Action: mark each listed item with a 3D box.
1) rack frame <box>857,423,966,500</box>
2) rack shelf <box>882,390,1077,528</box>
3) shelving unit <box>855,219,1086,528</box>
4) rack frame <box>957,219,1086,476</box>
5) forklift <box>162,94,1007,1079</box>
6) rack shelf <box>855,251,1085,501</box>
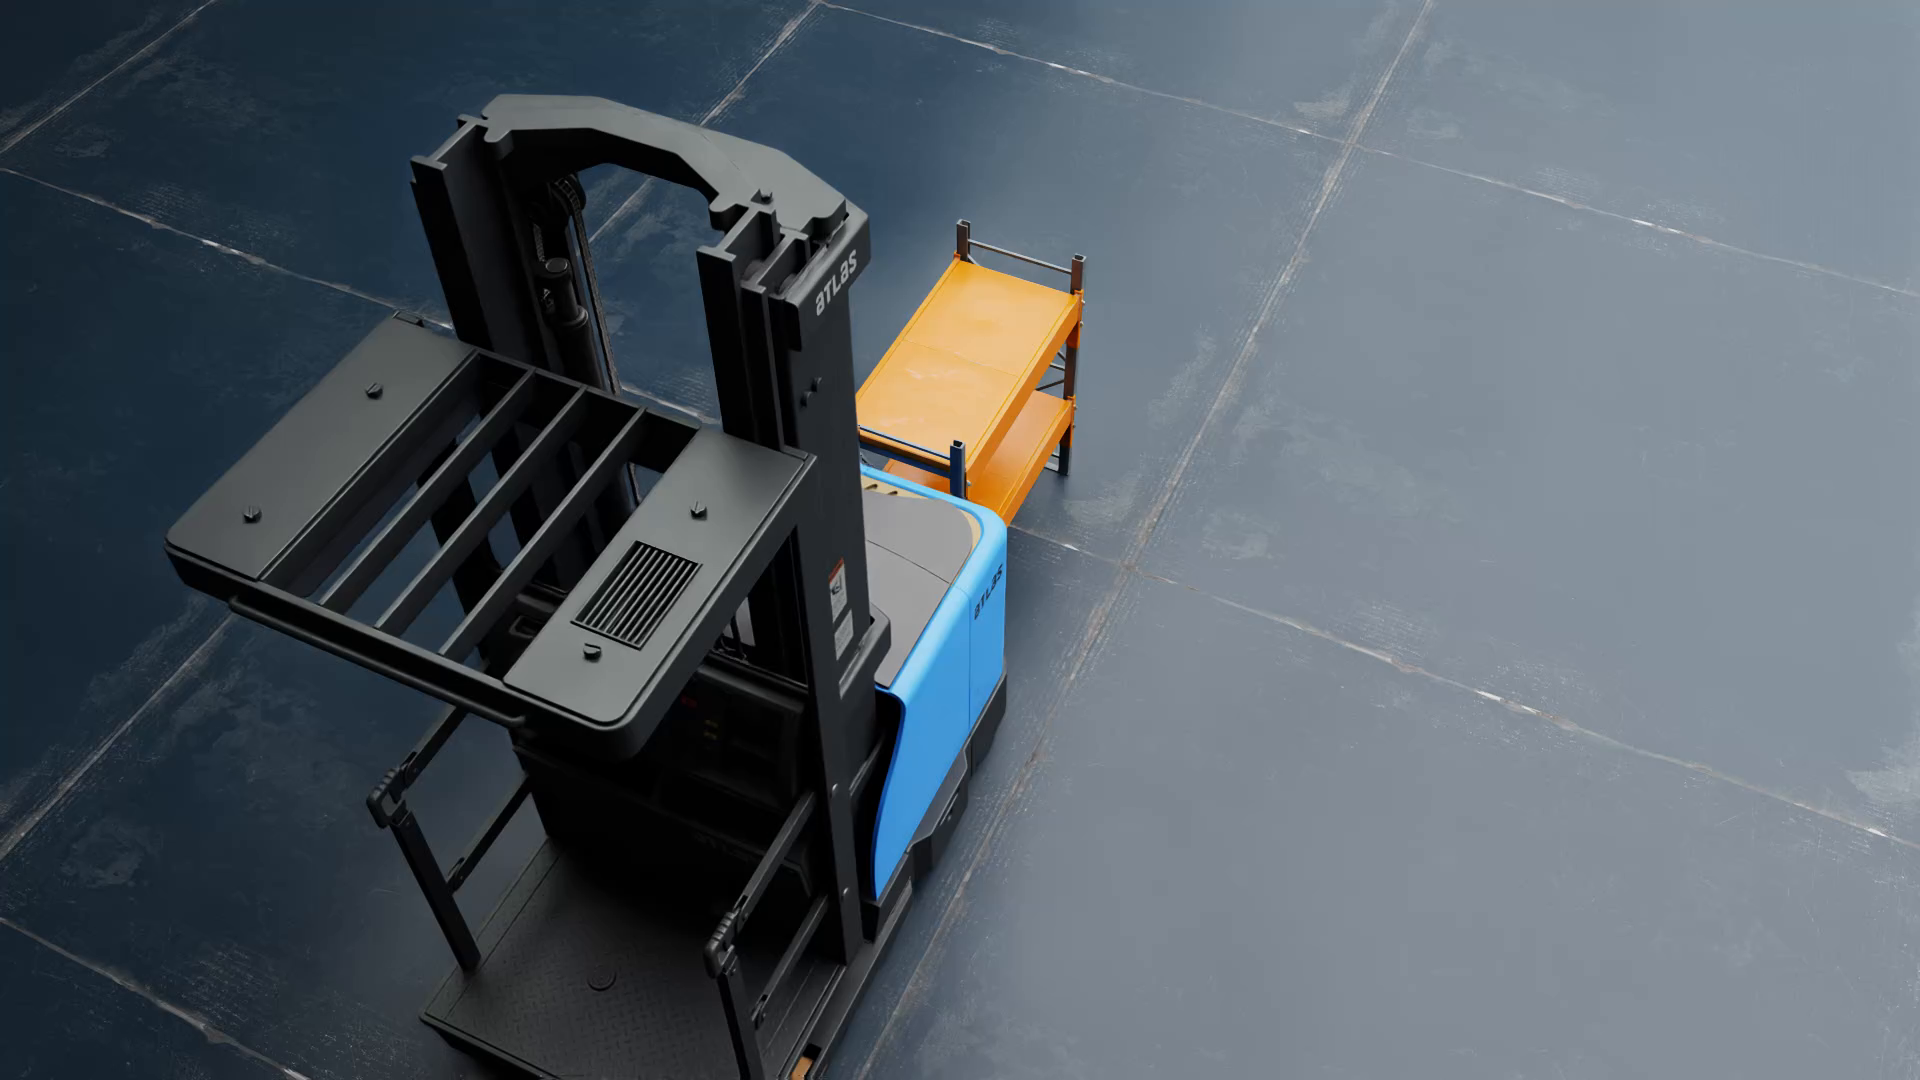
[{"bbox_3d":[-0.214,-0.019,5.843,0.500,1.125,0.032,20,52,16],"label":"rack frame"},{"bbox_3d":[0.003,-0.211,6.327,0.538,0.278,1.000,20,52,16],"label":"rack shelf"},{"bbox_3d":[0.003,-0.369,6.141,0.538,1.125,1.048,20,52,16],"label":"shelving unit"},{"bbox_3d":[0.220,-0.719,6.439,0.500,1.125,0.032,20,52,16],"label":"rack frame"},{"bbox_3d":[-0.915,0.530,4.190,1.130,2.935,3.031,19,52,16],"label":"forklift"},{"bbox_3d":[0.003,-0.559,5.918,0.538,0.278,1.000,20,52,16],"label":"rack shelf"}]
